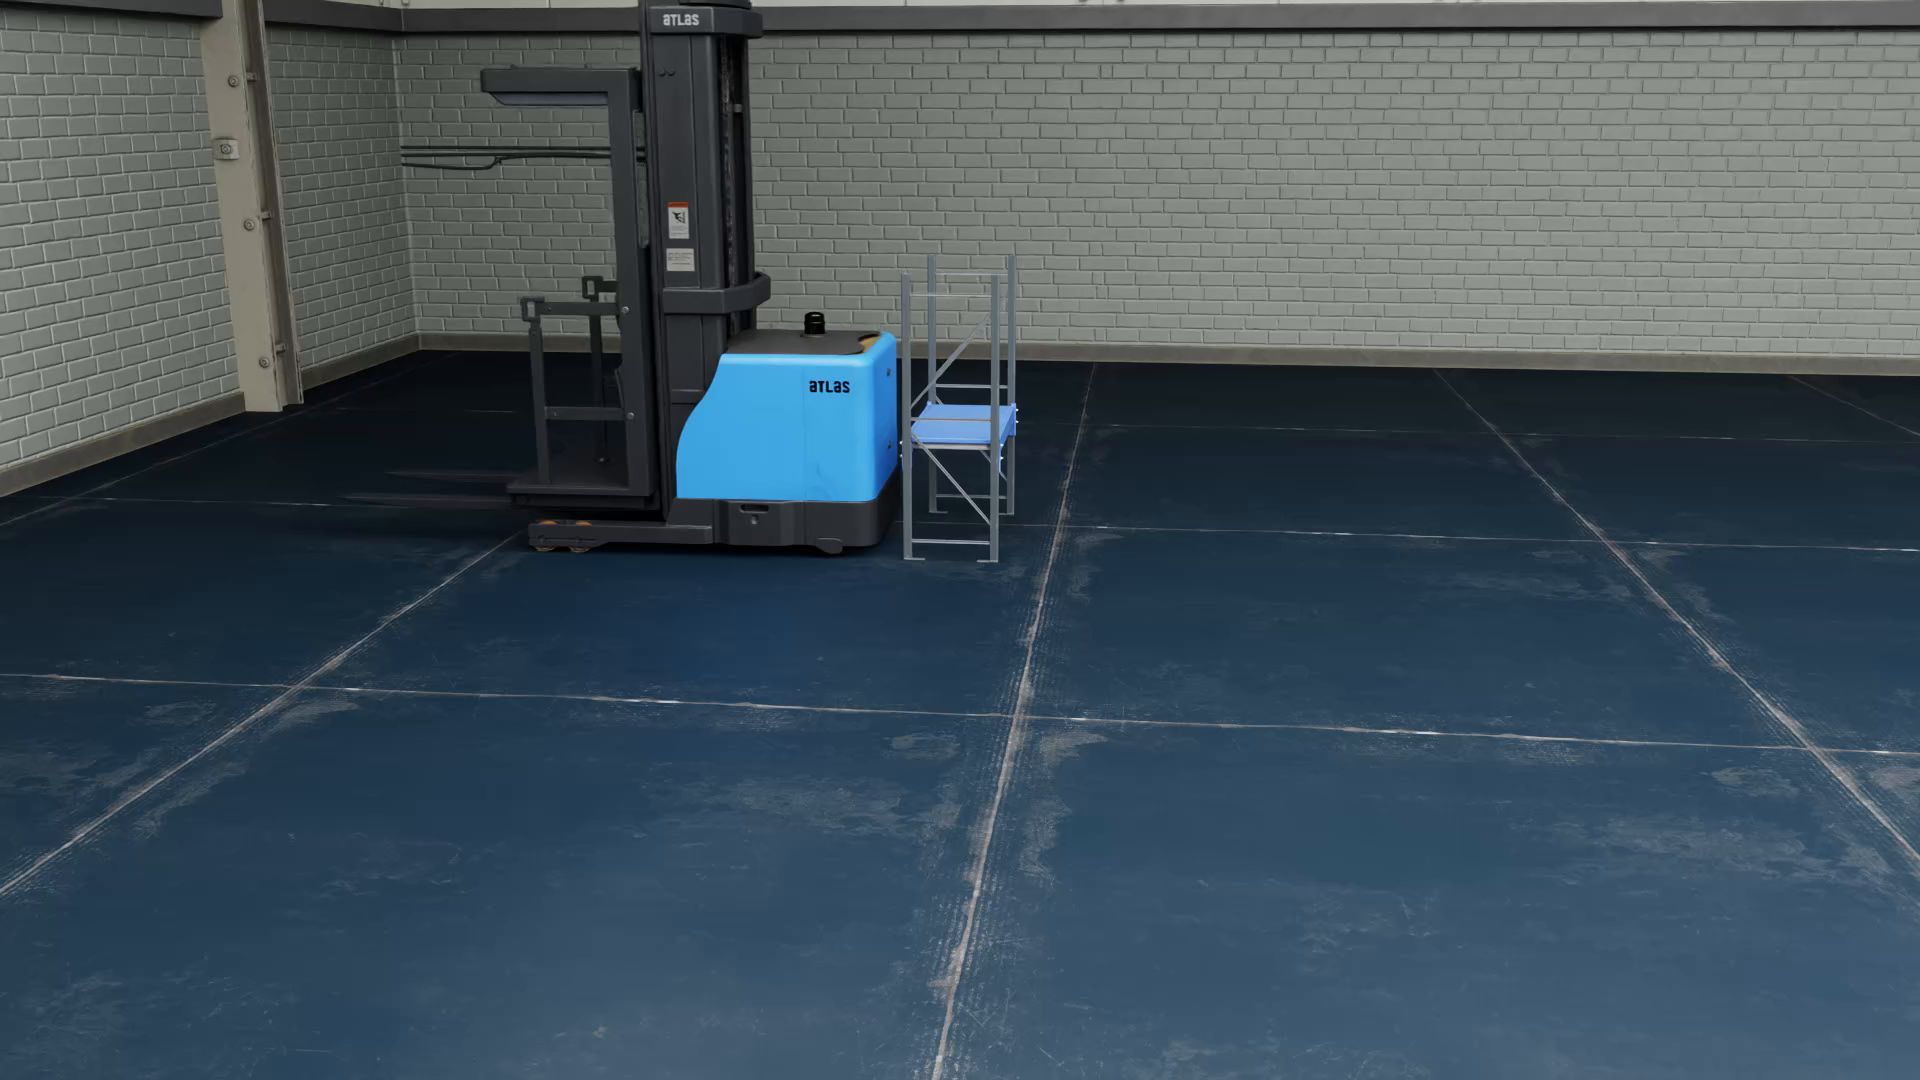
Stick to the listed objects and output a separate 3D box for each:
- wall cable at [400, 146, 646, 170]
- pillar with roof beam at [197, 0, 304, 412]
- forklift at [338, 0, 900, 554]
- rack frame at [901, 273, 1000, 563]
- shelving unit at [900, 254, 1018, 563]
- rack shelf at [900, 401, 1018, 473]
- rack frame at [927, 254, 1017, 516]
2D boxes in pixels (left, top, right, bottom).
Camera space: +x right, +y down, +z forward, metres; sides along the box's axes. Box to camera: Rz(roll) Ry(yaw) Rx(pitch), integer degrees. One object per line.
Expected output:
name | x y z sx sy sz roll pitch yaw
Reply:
wall cable | -3.731 -4.614 14.936 3.097 2.526 0.112 2 15 6
pillar with roof beam | -1.100 -5.261 11.380 9.100 9.000 0.400 2 15 6
forklift | -1.897 -1.482 9.028 3.031 2.935 1.130 1 15 5
rack frame | -0.048 -0.614 8.561 0.500 1.500 0.032 2 15 6
shelving unit | 0.010 -0.746 9.048 0.538 1.500 1.048 2 15 6
rack shelf | 0.010 -0.572 9.095 0.538 0.185 1.000 2 15 6
rack frame | 0.067 -0.878 9.536 0.500 1.500 0.032 2 15 6
